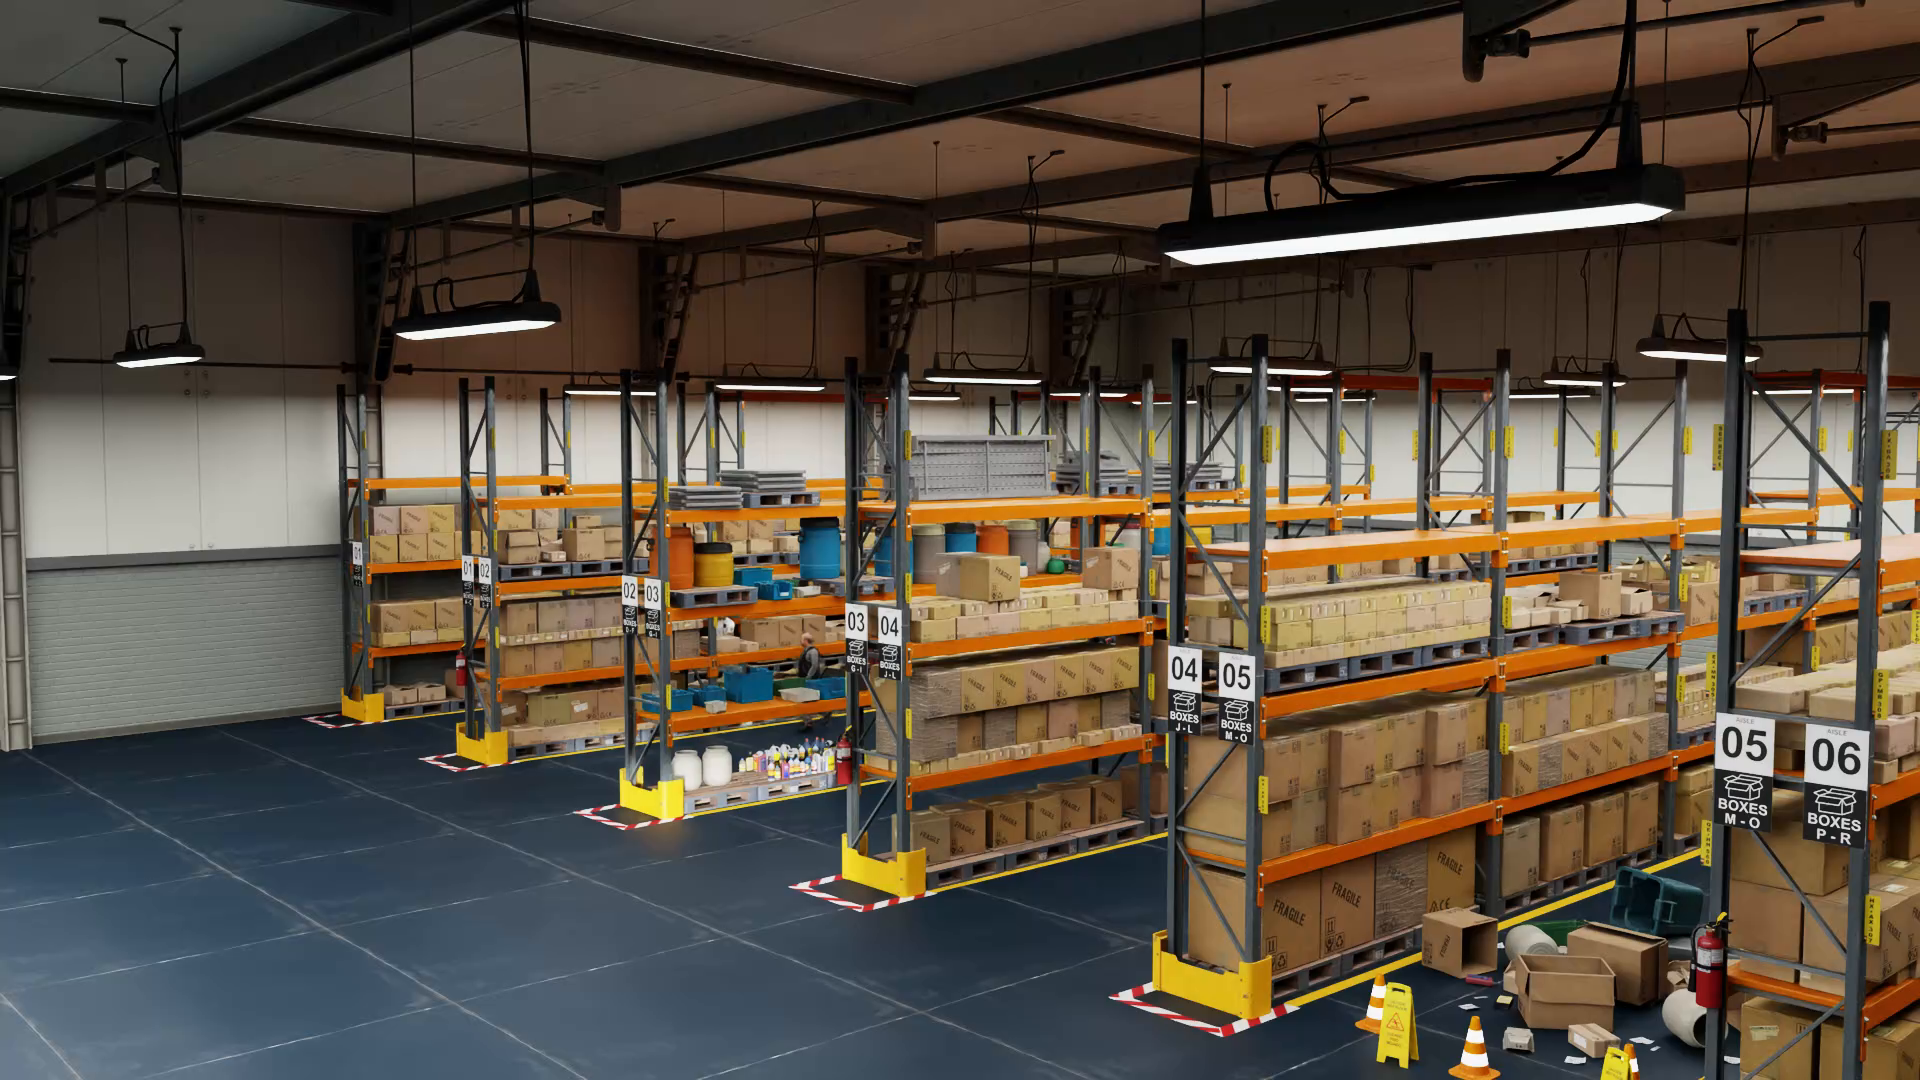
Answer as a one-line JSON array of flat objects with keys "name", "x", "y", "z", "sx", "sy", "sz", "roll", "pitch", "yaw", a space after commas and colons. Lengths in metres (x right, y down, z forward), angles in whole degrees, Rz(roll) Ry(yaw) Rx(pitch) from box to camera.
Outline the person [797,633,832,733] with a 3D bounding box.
[{"name": "person", "x": -2.537, "y": 2.452, "z": 28.632, "sx": 0.630, "sy": 1.689, "sz": 0.597, "roll": -2, "pitch": 4, "yaw": -27}]

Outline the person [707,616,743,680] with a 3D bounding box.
[{"name": "person", "x": -4.741, "y": 2.132, "z": 33.305, "sx": 0.497, "sy": 1.610, "sz": 0.950, "roll": 3, "pitch": 5, "yaw": 35}]
